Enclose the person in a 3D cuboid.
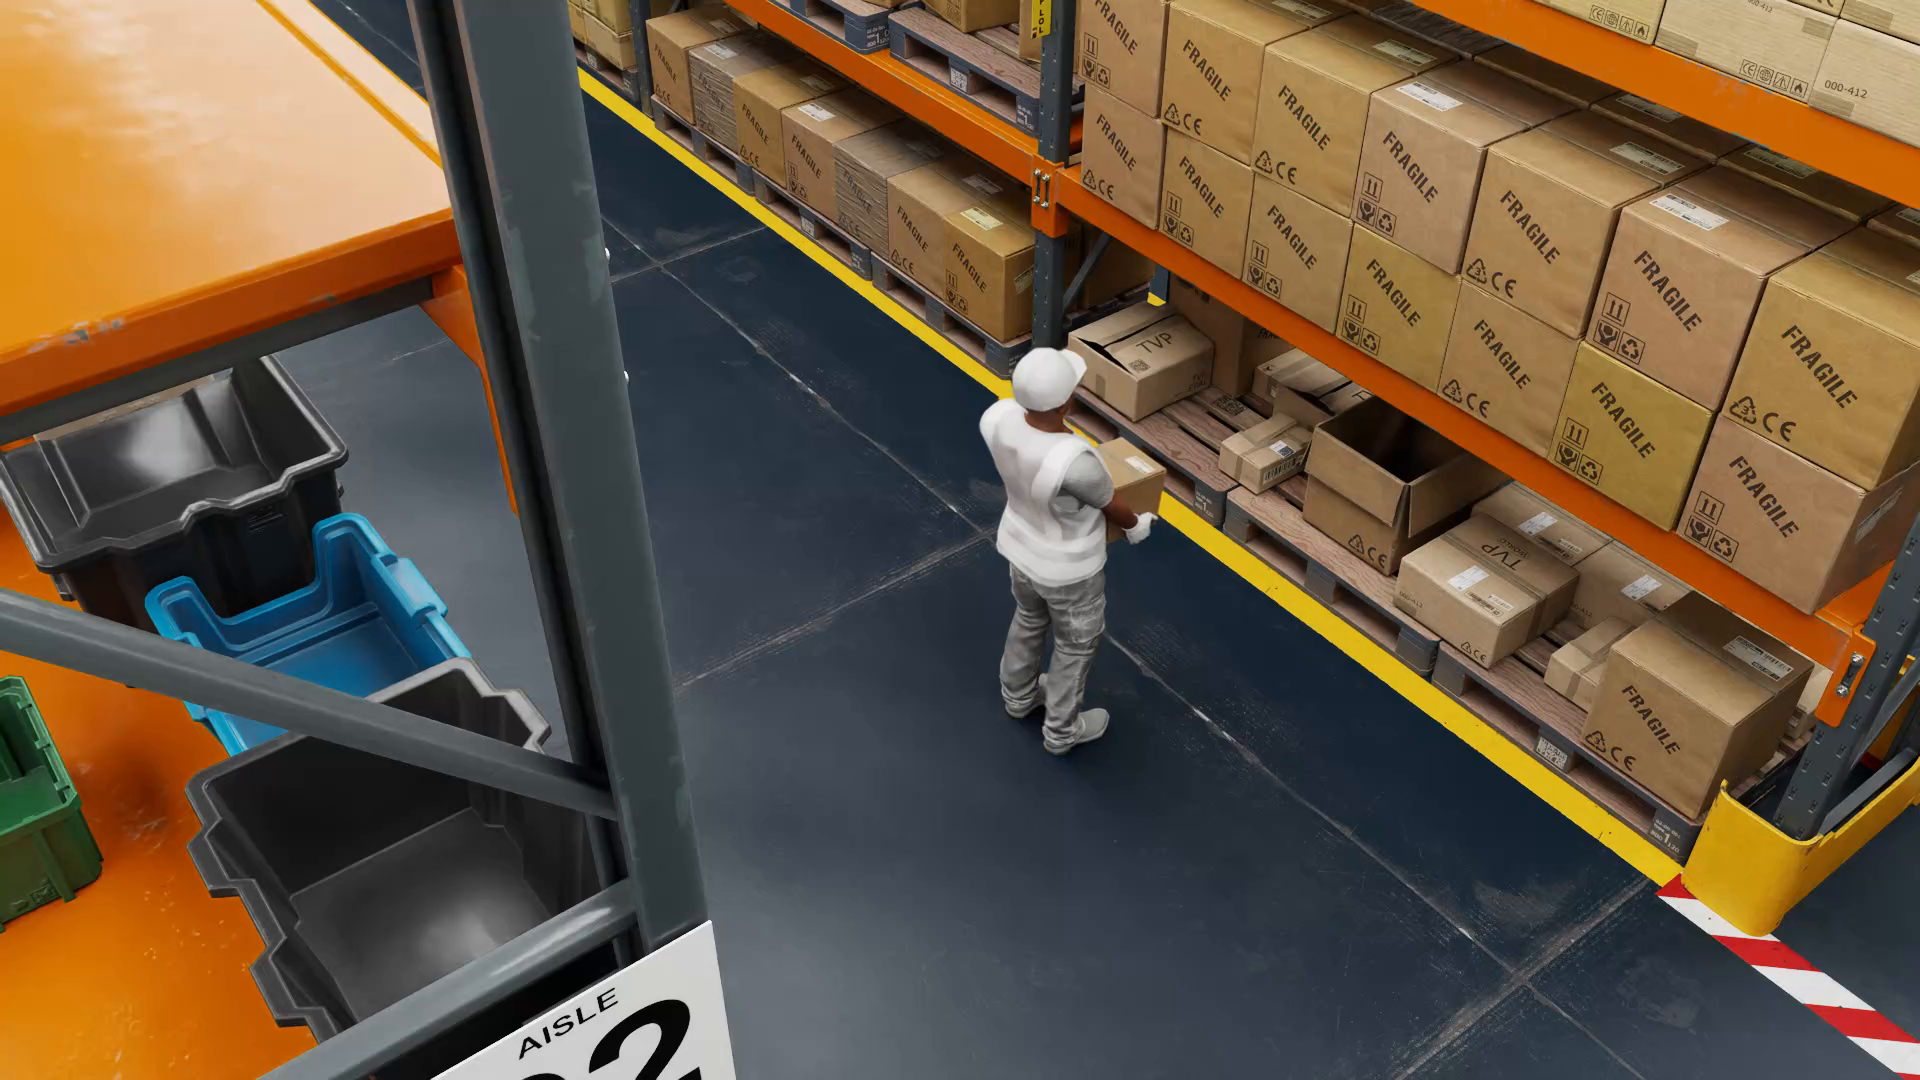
[{"bbox_3d":[0.412,0.001,6.144,0.575,1.778,0.487,-26,46,-28],"label":"person"}]
